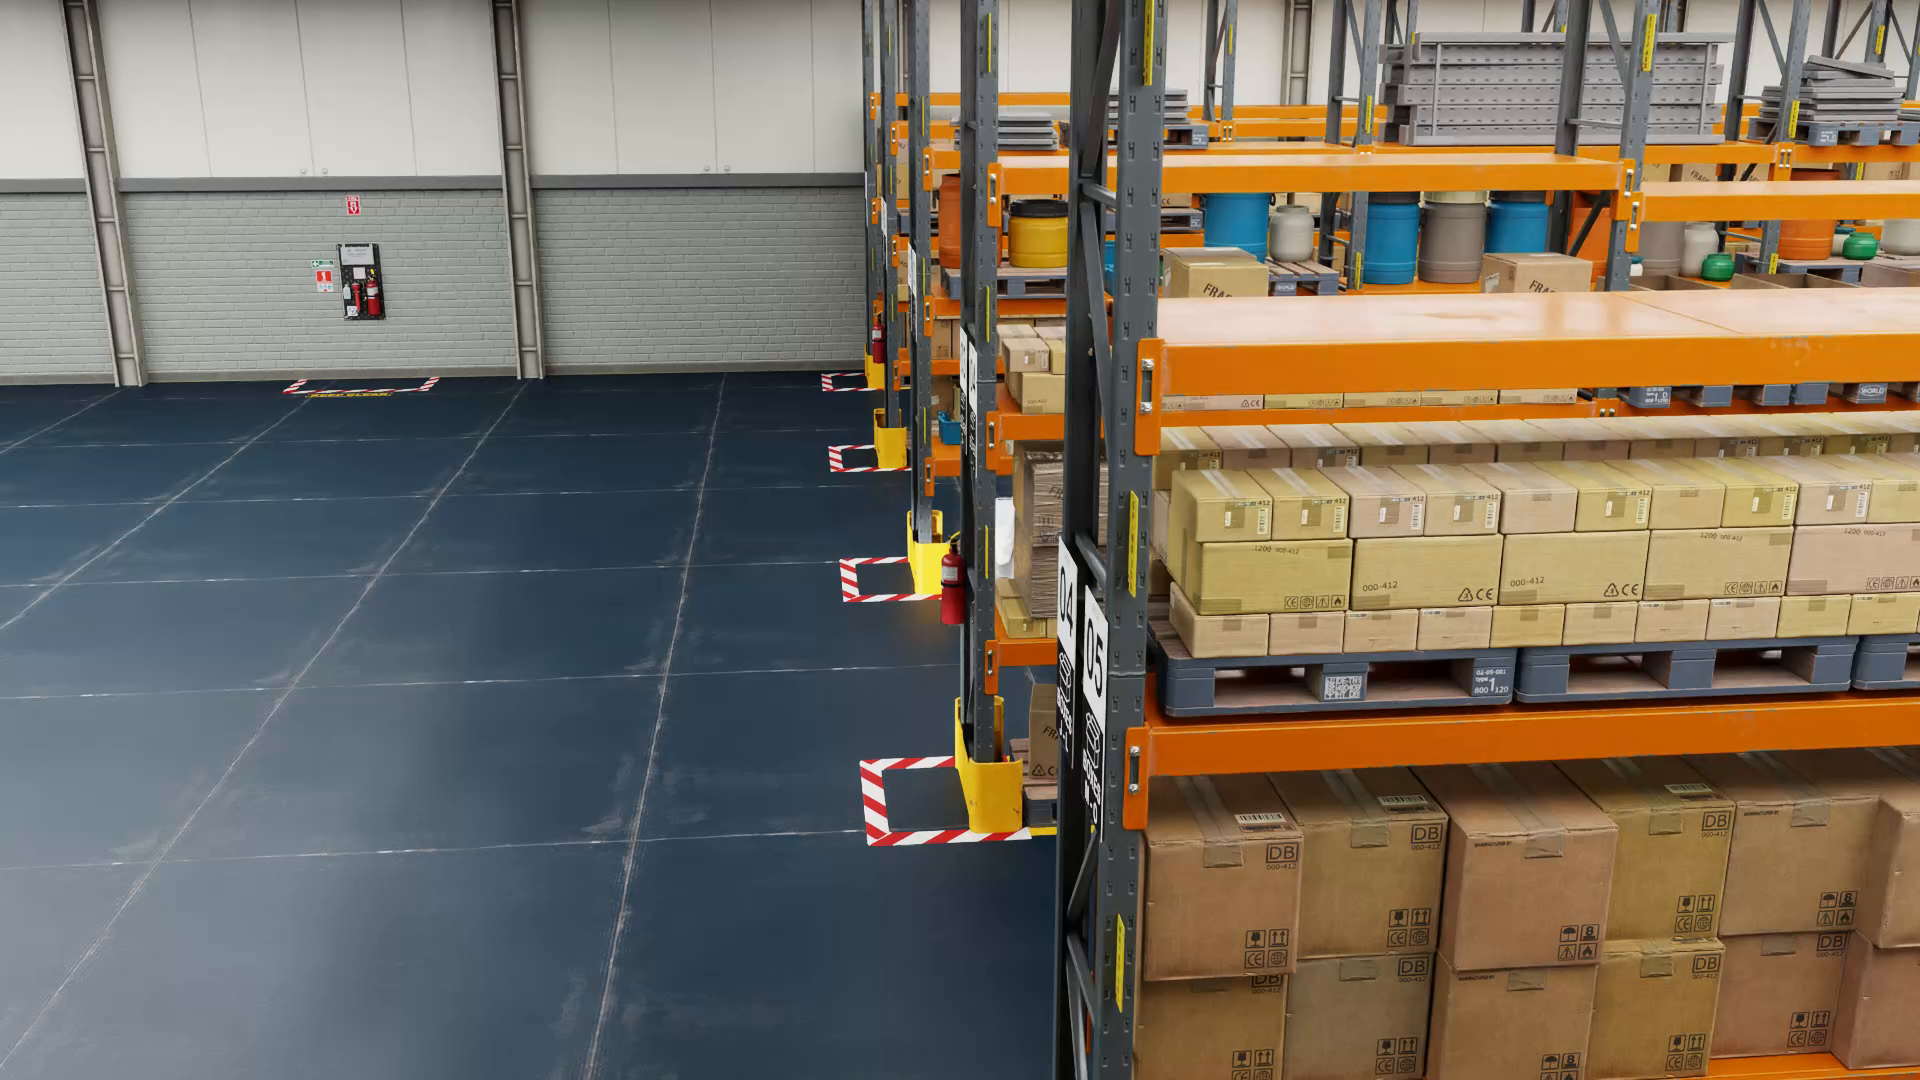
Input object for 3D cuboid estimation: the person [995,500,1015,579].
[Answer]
[{"bbox_3d":[0.418,0.115,14.973,0.843,1.223,0.573,-13,21,-37],"label":"person"}]
